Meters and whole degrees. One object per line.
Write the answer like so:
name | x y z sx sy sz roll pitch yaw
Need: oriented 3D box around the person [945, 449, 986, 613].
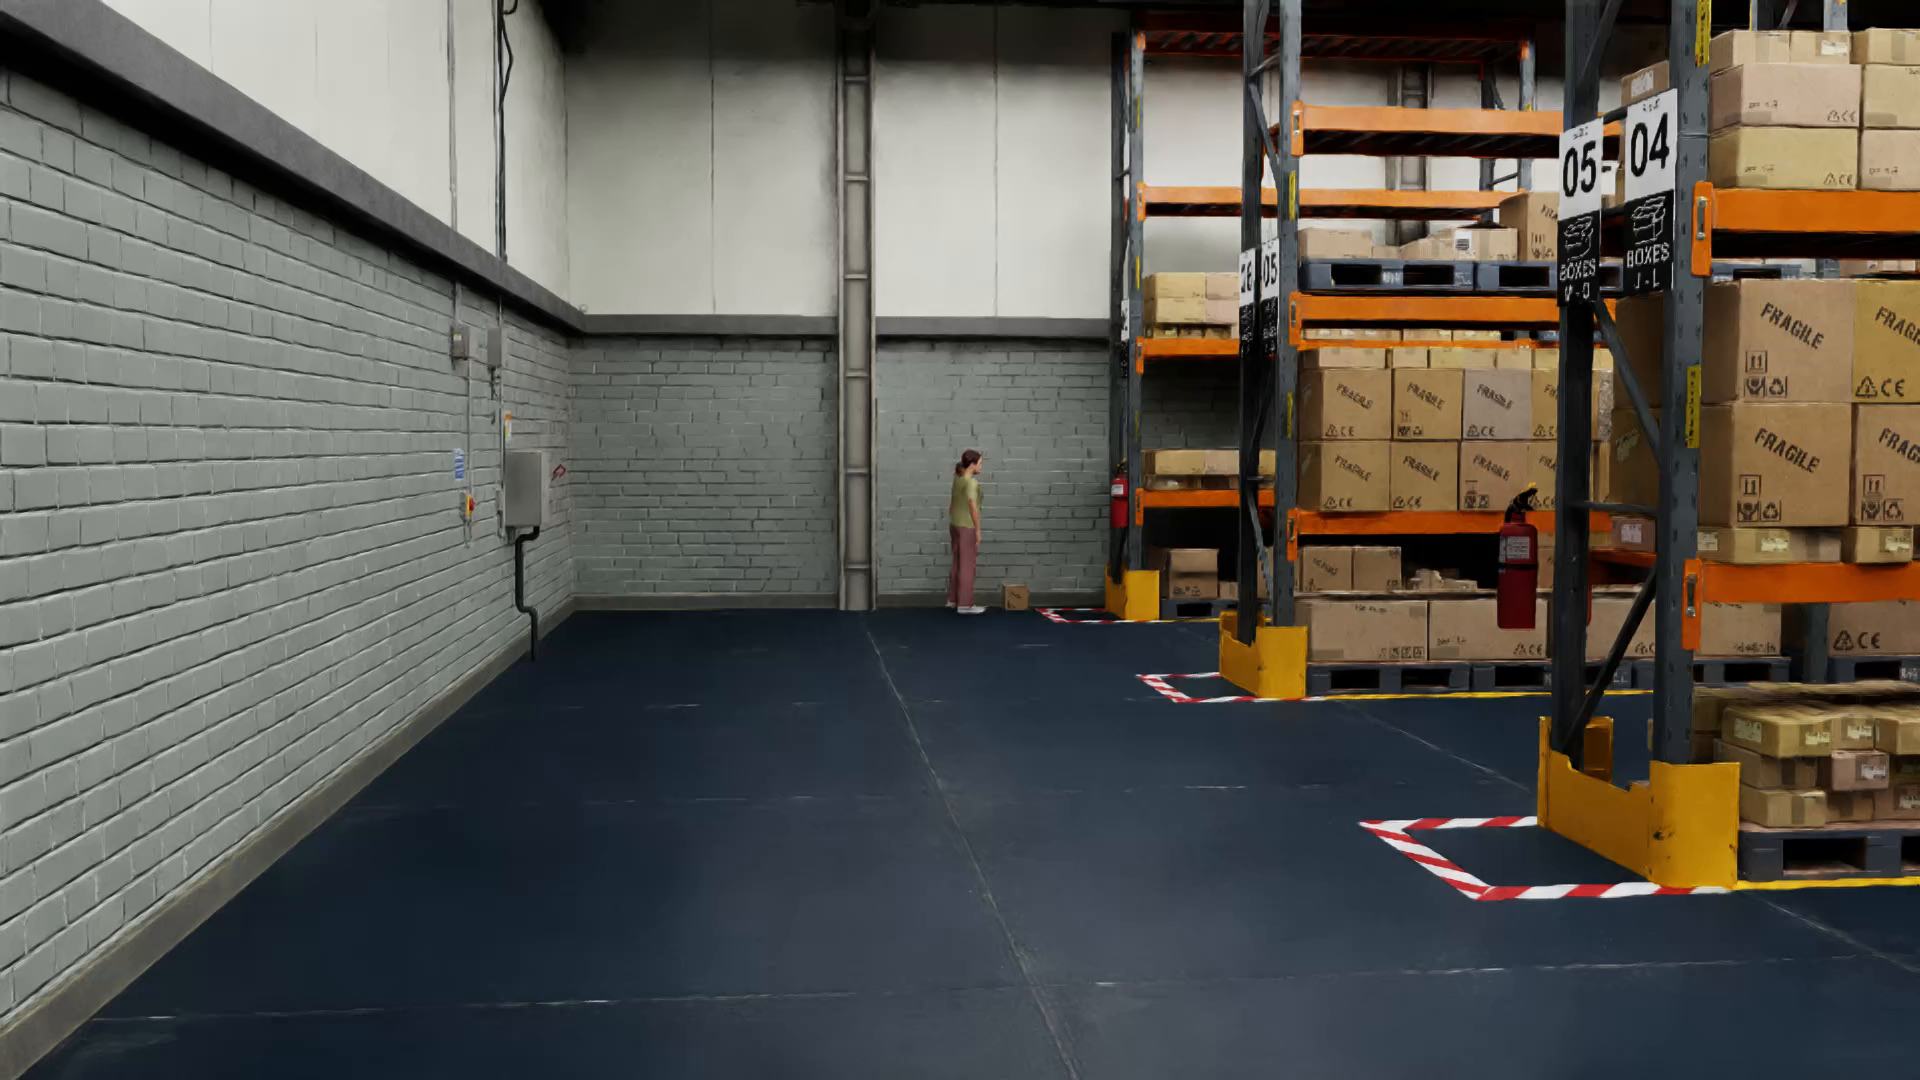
person | 0.070 -0.098 17.151 0.346 1.682 0.552 -2 4 -29
